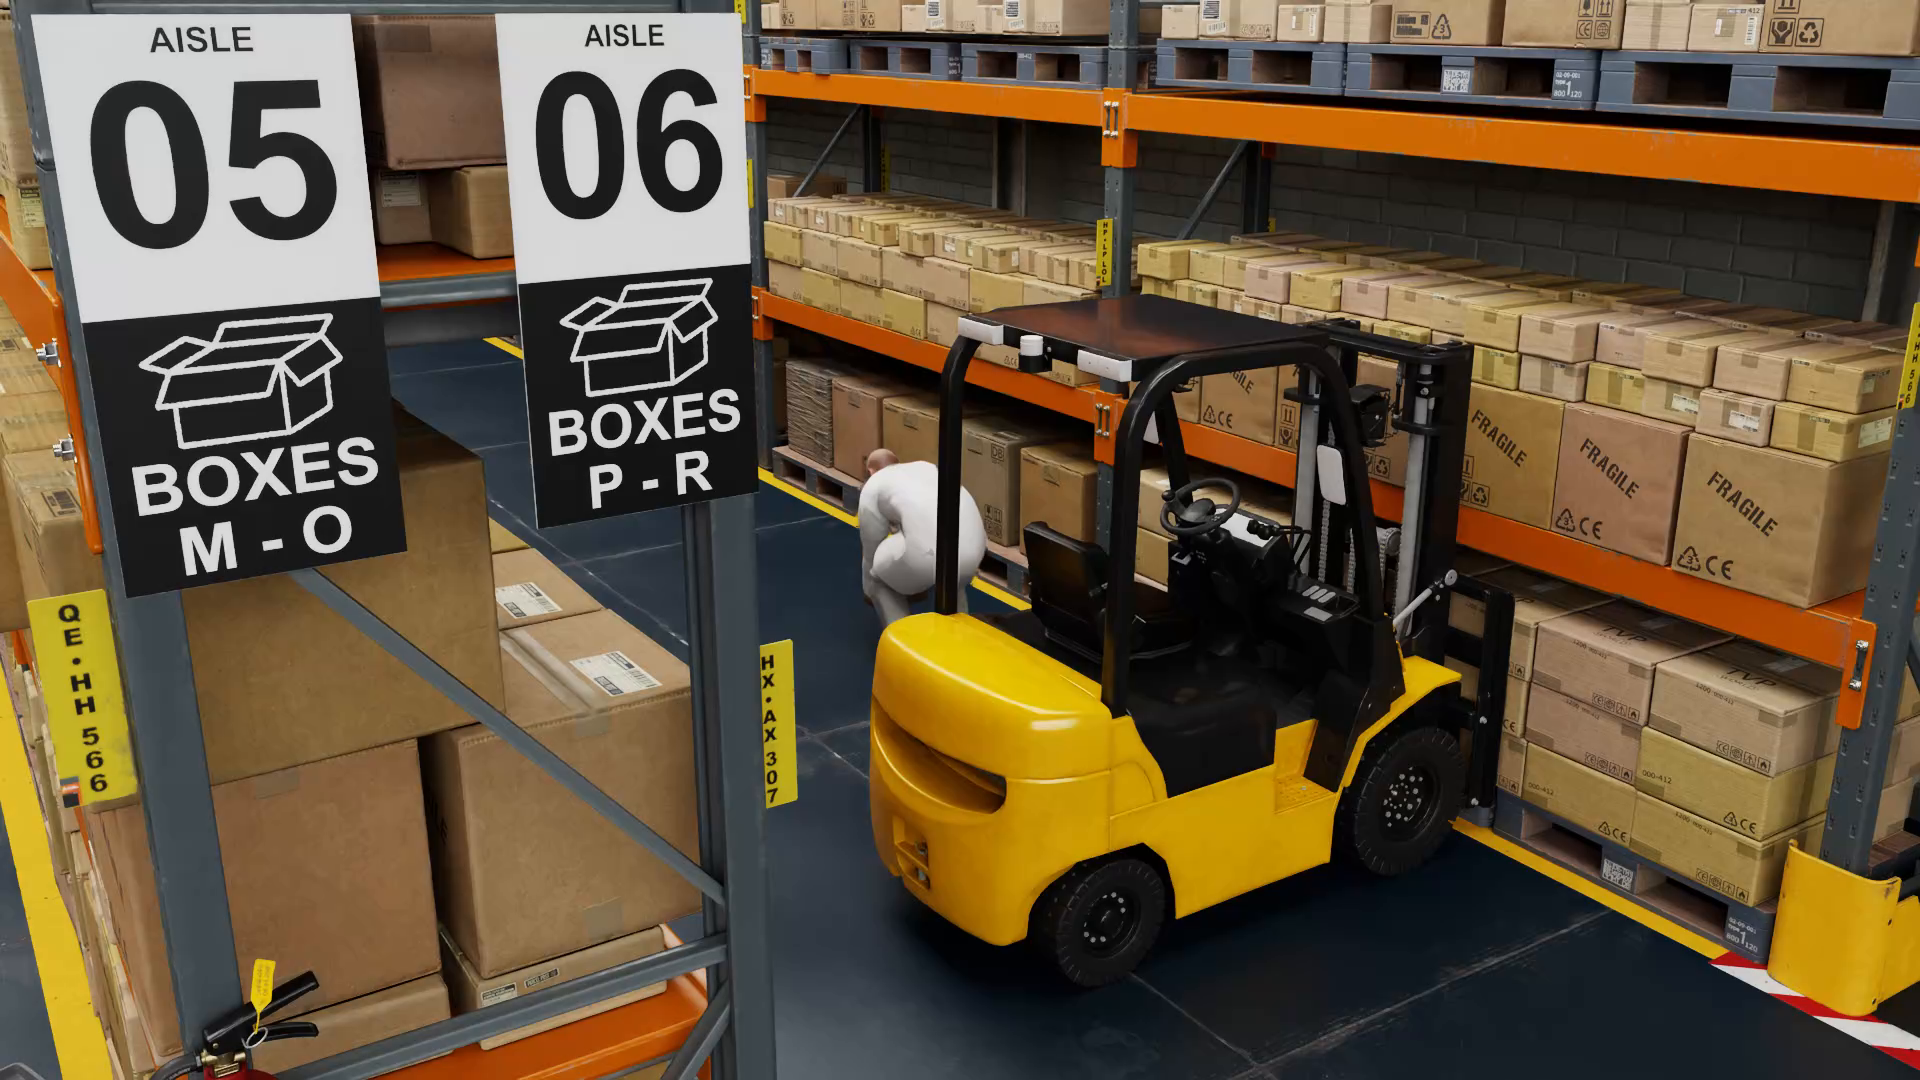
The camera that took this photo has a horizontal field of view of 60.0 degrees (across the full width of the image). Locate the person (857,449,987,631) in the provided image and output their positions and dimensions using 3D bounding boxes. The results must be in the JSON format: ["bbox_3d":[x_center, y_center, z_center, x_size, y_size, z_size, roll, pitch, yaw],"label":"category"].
[{"bbox_3d":[-0.217,0.127,8.393,0.594,1.037,0.941,-8,20,-25],"label":"person"}]
